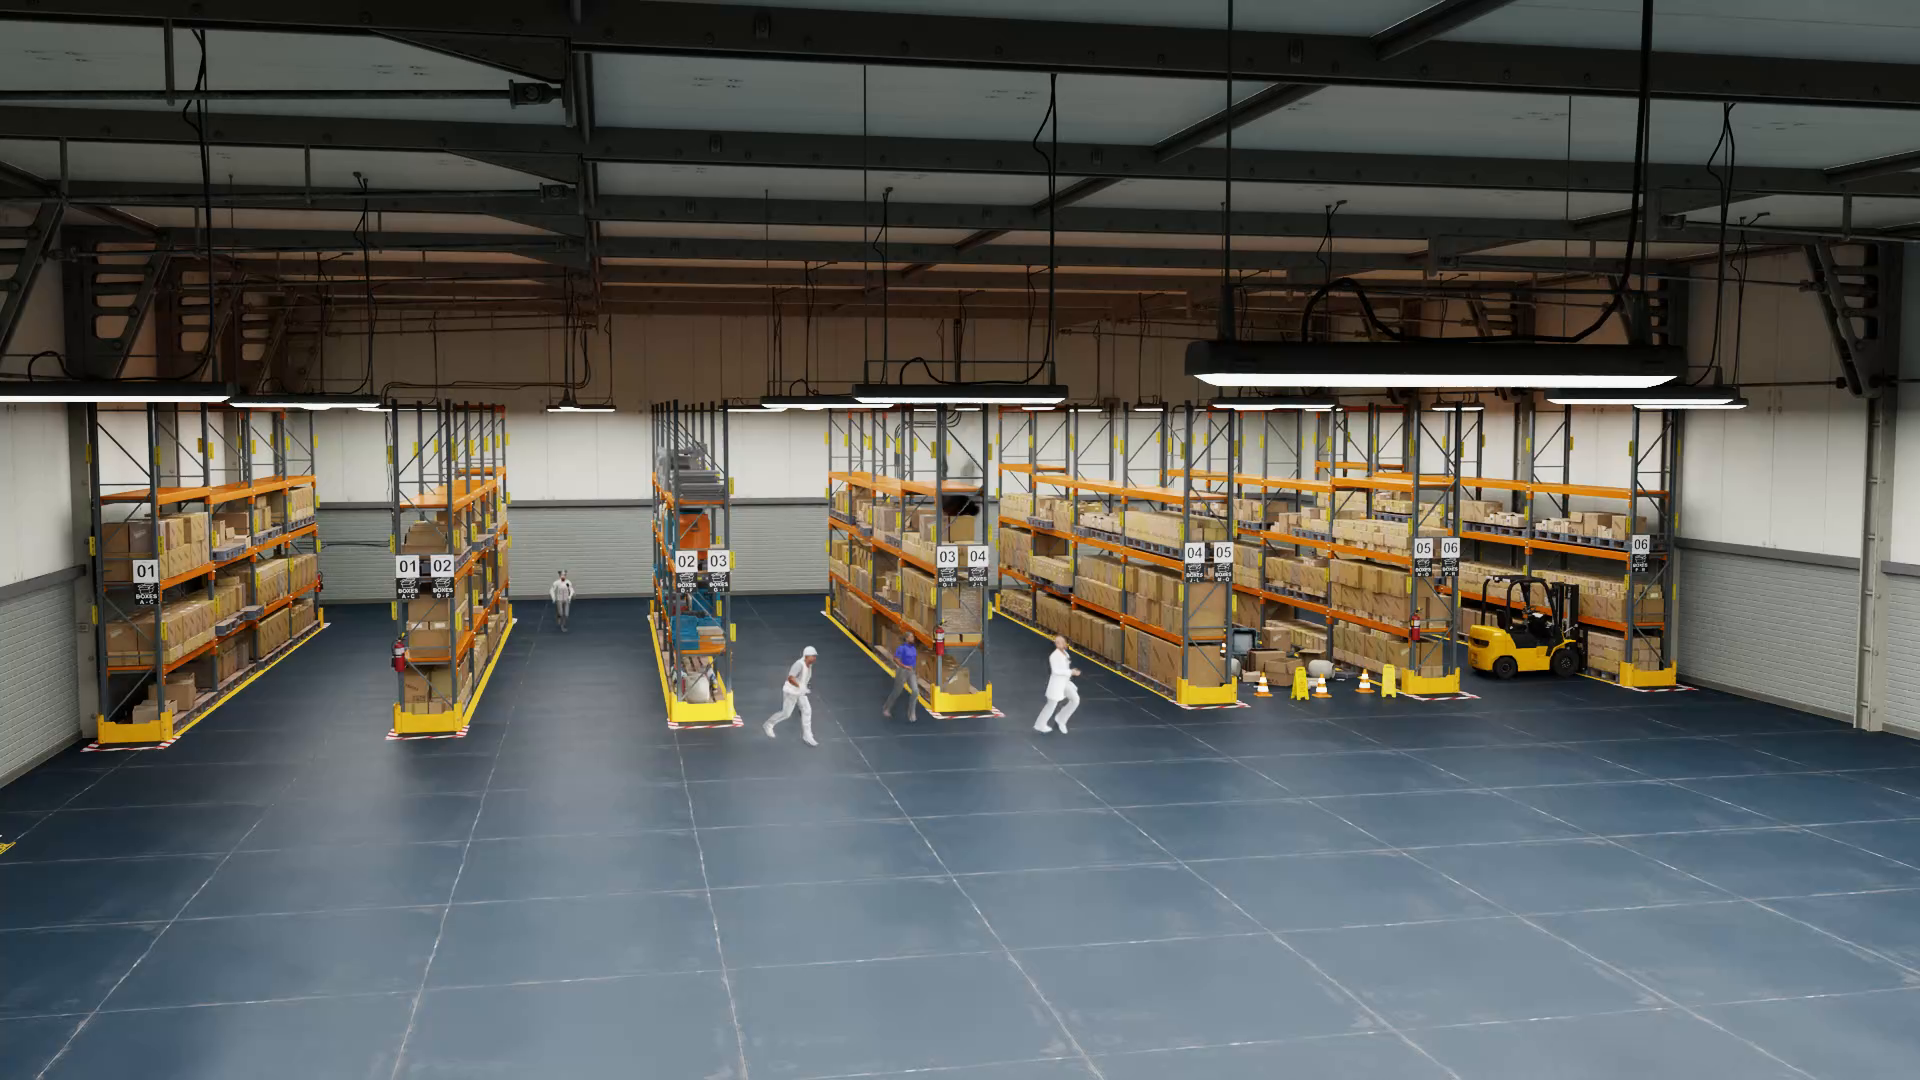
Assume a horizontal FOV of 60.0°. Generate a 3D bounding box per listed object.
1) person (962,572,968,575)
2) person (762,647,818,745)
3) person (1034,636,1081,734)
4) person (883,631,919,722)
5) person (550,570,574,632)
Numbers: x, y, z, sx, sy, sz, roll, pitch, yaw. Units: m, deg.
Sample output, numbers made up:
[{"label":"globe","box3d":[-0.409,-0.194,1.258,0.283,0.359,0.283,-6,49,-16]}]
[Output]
[{"label":"person","box3d":[0.283,1.150,49.438,0.774,1.695,0.716,-4,6,-43]},{"label":"person","box3d":[-2.956,2.703,29.031,1.052,1.726,0.721,1,4,14]},{"label":"person","box3d":[1.791,2.593,29.759,0.923,1.765,0.736,3,5,32]},{"label":"person","box3d":[-1.013,2.556,31.294,0.668,1.678,0.795,-4,6,-43]},{"label":"person","box3d":[-10.500,1.602,43.951,0.604,1.648,0.583,-2,5,-23]}]
